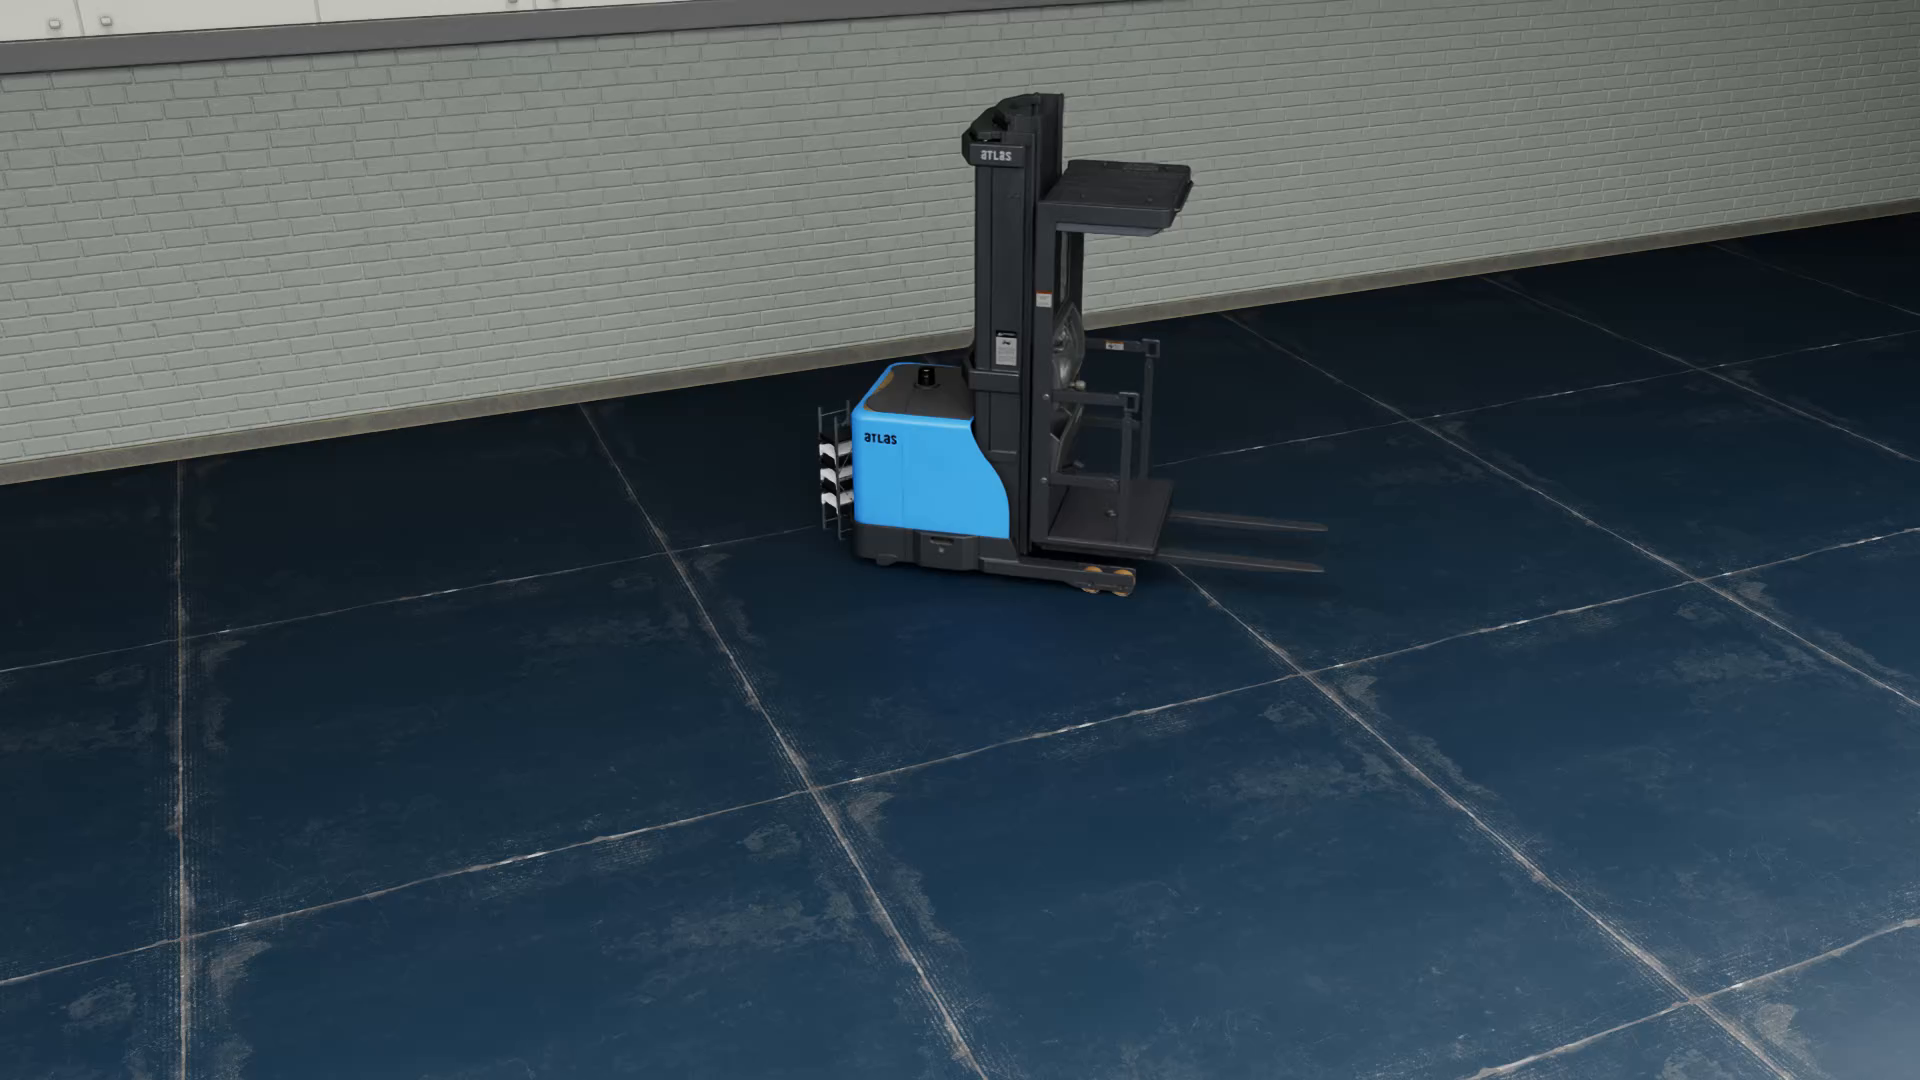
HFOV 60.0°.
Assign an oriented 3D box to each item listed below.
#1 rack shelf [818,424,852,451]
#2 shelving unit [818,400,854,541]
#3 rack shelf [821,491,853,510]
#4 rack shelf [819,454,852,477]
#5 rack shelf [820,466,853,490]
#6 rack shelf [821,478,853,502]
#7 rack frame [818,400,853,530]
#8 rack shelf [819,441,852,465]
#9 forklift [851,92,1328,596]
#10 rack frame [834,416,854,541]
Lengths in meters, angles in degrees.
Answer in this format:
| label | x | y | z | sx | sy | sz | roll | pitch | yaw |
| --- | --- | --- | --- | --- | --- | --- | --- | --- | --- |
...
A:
| label | x | y | z | sx | sy | sz | roll | pitch | yaw |
| --- | --- | --- | --- | --- | --- | --- | --- | --- | --- |
| rack shelf | -0.782 | -0.679 | 11.076 | 0.258 | 0.077 | 0.200 | -17 | 31 | -31 |
| shelving unit | -0.782 | -0.466 | 11.179 | 0.258 | 0.900 | 0.210 | -17 | 31 | -31 |
| rack shelf | -0.782 | -0.275 | 11.273 | 0.258 | 0.077 | 0.200 | -17 | 31 | -31 |
| rack shelf | -0.782 | -0.517 | 11.155 | 0.258 | 0.077 | 0.200 | -17 | 31 | -31 |
| rack shelf | -0.782 | -0.436 | 11.194 | 0.258 | 0.077 | 0.200 | -17 | 31 | -31 |
| rack shelf | -0.782 | -0.356 | 11.234 | 0.258 | 0.077 | 0.200 | -17 | 31 | -31 |
| rack frame | -0.840 | -0.503 | 11.254 | 0.240 | 0.900 | 0.006 | -17 | 31 | -31 |
| rack shelf | -0.782 | -0.598 | 11.115 | 0.258 | 0.077 | 0.200 | -17 | 31 | -31 |
| forklift | 0.868 | -1.218 | 10.404 | 3.031 | 2.935 | 1.130 | 6 | 27 | 12 |
| rack frame | -0.723 | -0.430 | 11.105 | 0.240 | 0.900 | 0.006 | -17 | 31 | -31 |
